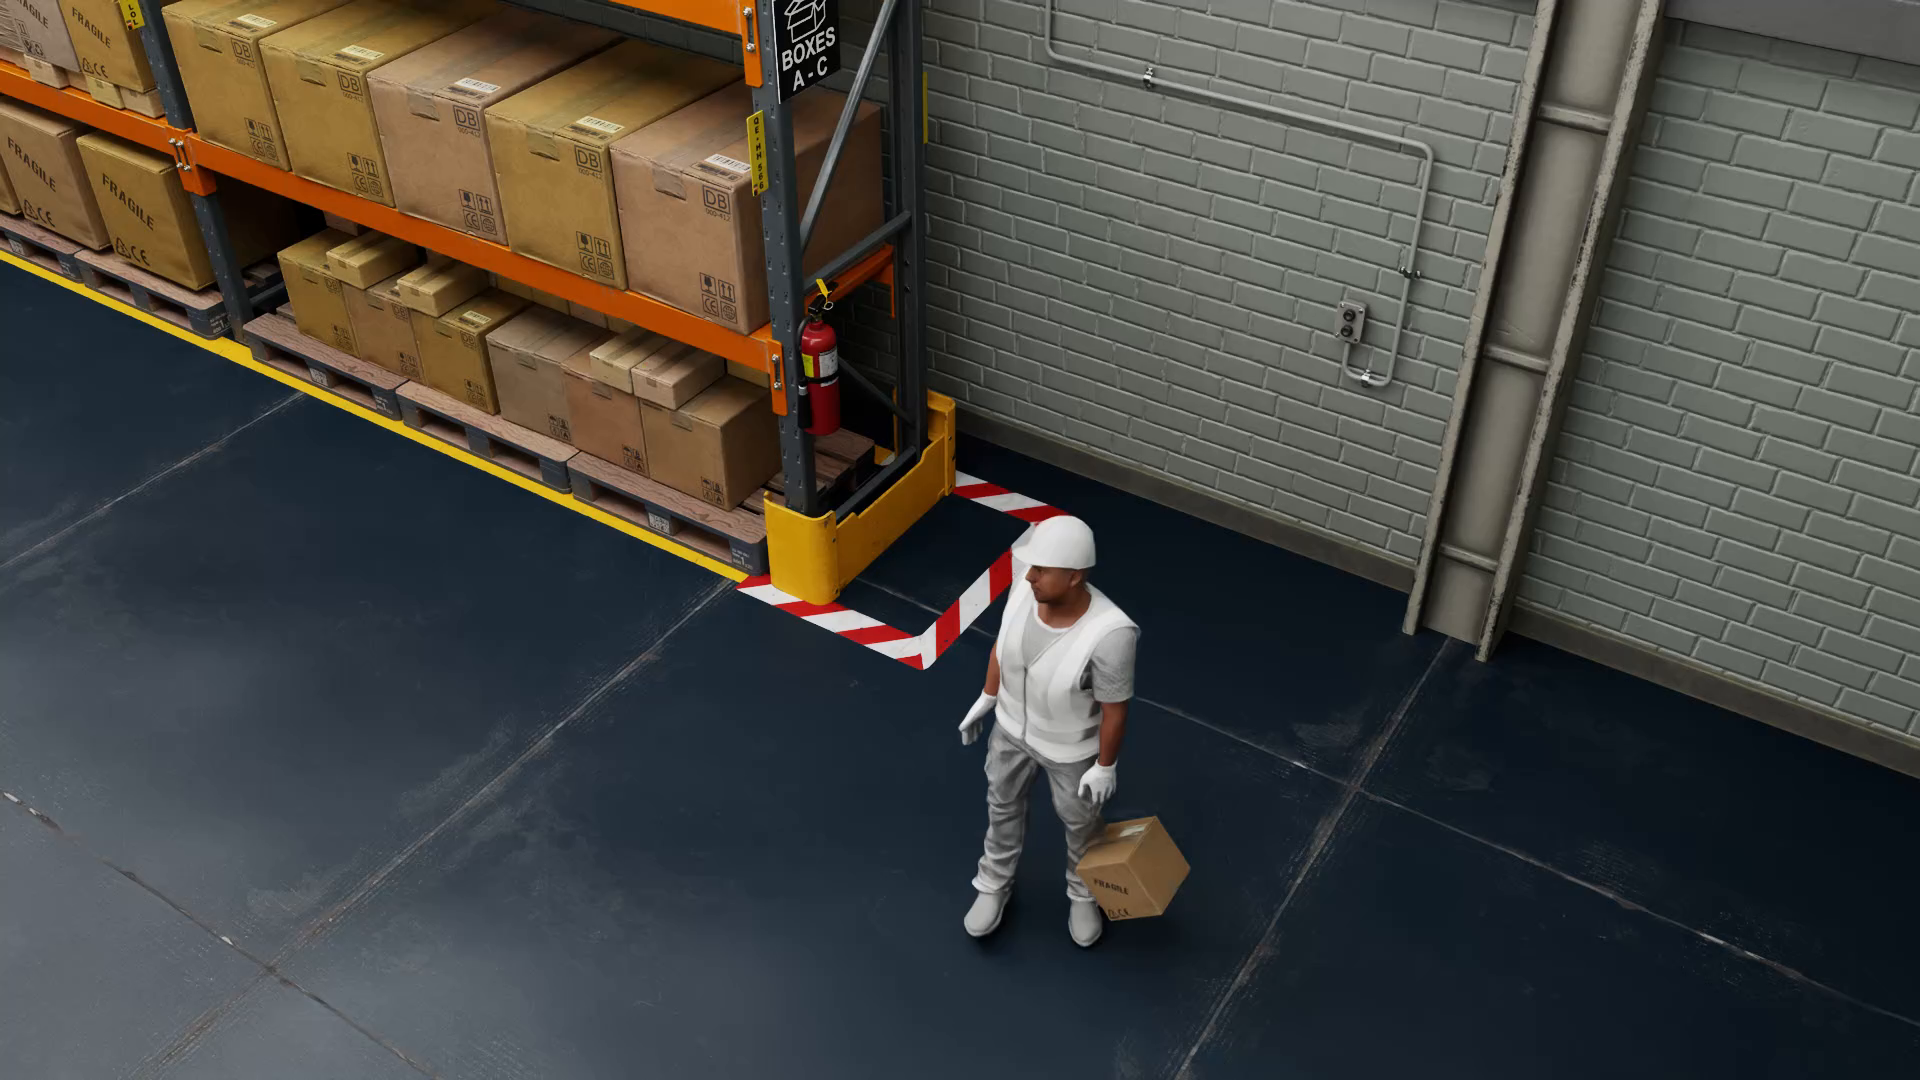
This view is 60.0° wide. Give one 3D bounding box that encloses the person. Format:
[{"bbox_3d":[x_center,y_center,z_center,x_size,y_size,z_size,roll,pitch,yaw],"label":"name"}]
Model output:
[{"bbox_3d":[0.270,0.703,5.724,0.593,1.787,0.543,29,46,32],"label":"person"}]
